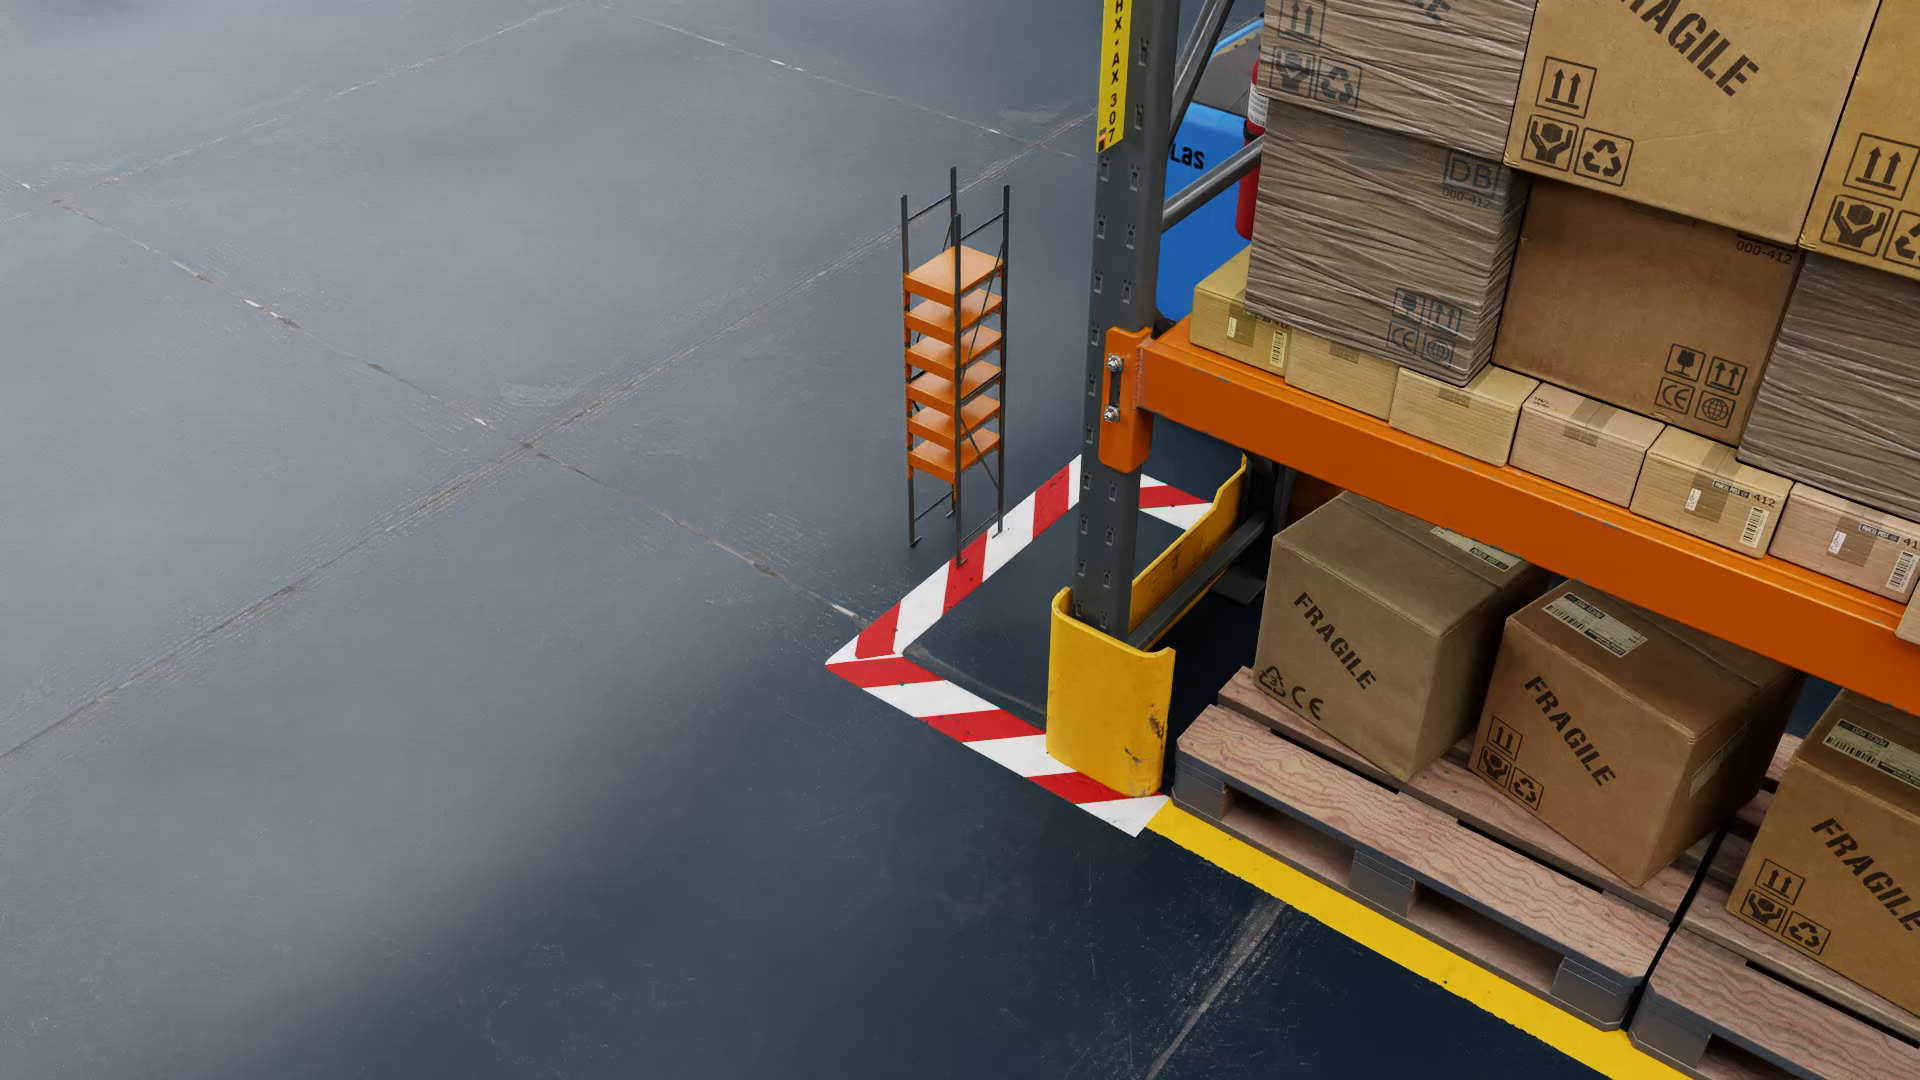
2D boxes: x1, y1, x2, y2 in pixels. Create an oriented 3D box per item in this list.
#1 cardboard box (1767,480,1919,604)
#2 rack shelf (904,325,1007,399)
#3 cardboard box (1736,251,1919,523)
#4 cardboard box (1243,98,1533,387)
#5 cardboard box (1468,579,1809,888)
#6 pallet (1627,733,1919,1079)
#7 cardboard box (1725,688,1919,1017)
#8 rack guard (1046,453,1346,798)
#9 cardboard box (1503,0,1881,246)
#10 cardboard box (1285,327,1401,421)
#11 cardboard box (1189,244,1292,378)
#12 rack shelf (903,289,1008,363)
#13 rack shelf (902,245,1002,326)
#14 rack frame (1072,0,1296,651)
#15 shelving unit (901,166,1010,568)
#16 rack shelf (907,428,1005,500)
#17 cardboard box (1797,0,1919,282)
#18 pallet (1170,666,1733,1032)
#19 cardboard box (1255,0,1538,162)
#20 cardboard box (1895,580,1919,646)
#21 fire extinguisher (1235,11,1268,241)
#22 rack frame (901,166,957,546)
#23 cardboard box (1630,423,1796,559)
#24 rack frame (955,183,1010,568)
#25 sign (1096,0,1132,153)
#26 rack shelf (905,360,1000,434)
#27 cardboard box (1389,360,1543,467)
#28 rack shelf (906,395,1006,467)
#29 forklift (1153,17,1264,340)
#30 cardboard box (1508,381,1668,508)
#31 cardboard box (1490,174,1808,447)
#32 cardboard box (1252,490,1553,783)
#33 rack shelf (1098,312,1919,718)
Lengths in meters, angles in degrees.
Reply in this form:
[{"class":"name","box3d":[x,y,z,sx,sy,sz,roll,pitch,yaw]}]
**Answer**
[{"class":"cardboard box","box3d":[1.717,-0.076,3.118,0.250,0.149,0.380,25,45,29]},{"class":"rack shelf","box3d":[-0.012,-0.538,4.841,0.180,0.103,0.258,25,45,29]},{"class":"cardboard box","box3d":[1.900,-0.464,3.087,0.500,0.500,0.875,25,45,29]},{"class":"cardboard box","box3d":[1.059,-0.801,3.517,0.500,0.500,0.875,25,45,29]},{"class":"cardboard box","box3d":[1.620,0.404,3.987,0.500,0.500,0.500,-25,45,-29]},{"class":"pallet","box3d":[2.288,1.041,3.749,1.213,0.211,1.003,25,45,29]},{"class":"cardboard box","box3d":[2.106,0.648,3.676,0.500,0.500,0.500,30,47,32]},{"class":"rack guard","box3d":[0.699,0.149,4.654,0.348,0.500,1.175,25,45,29]},{"class":"cardboard box","box3d":[1.303,-0.884,2.812,0.500,0.500,0.500,25,45,29]},{"class":"cardboard box","box3d":[0.907,-0.438,3.580,0.250,0.149,0.380,25,45,29]},{"class":"cardboard box","box3d":[0.720,-0.541,3.712,0.250,0.149,0.380,25,45,29]},{"class":"rack shelf","box3d":[-0.012,-0.632,4.767,0.180,0.103,0.258,25,45,29]},{"class":"rack shelf","box3d":[-0.012,-0.727,4.693,0.180,0.103,0.258,25,45,29]},{"class":"rack frame","box3d":[0.639,-0.864,3.920,0.127,3.000,1.000,25,45,29]},{"class":"shelving unit","box3d":[-0.012,-0.478,4.887,0.189,1.200,0.258,25,45,29]},{"class":"rack shelf","box3d":[-0.012,-0.254,5.062,0.180,0.103,0.258,25,45,29]},{"class":"cardboard box","box3d":[1.701,-0.697,2.574,0.500,0.500,0.500,25,45,29]},{"class":"pallet","box3d":[1.323,0.584,4.332,1.213,0.211,1.003,25,45,29]},{"class":"cardboard box","box3d":[0.910,-1.074,3.056,0.500,0.500,0.500,25,45,29]},{"class":"cardboard box","box3d":[1.853,0.068,2.934,0.250,0.149,0.380,25,45,29]},{"class":"fire extinguisher","box3d":[0.828,-1.102,4.287,0.183,0.674,0.296,25,45,29]},{"class":"rack frame","box3d":[-0.084,-0.512,4.931,0.006,1.200,0.240,25,45,29]},{"class":"cardboard box","box3d":[1.502,-0.157,3.221,0.250,0.149,0.380,25,45,29]},{"class":"rack frame","box3d":[0.061,-0.444,4.843,0.006,1.200,0.240,25,45,29]},{"class":"sign","box3d":[0.309,-0.939,3.314,0.005,0.325,0.100,25,45,29]},{"class":"rack shelf","box3d":[-0.012,-0.443,4.915,0.180,0.103,0.258,25,45,29]},{"class":"cardboard box","box3d":[1.097,-0.337,3.451,0.250,0.149,0.380,25,45,29]},{"class":"rack shelf","box3d":[-0.012,-0.349,4.988,0.180,0.103,0.258,25,45,29]},{"class":"forklift","box3d":[2.021,-1.433,4.703,3.031,2.935,1.130,26,45,29]},{"class":"cardboard box","box3d":[1.308,-0.254,3.345,0.250,0.149,0.380,25,45,29]},{"class":"cardboard box","box3d":[1.529,-0.672,3.353,0.500,0.500,0.875,25,45,29]},{"class":"cardboard box","box3d":[1.124,0.197,4.252,0.500,0.500,0.500,-29,46,-32]},{"class":"rack shelf","box3d":[2.227,0.169,3.185,4.000,0.370,1.077,25,45,29]}]
